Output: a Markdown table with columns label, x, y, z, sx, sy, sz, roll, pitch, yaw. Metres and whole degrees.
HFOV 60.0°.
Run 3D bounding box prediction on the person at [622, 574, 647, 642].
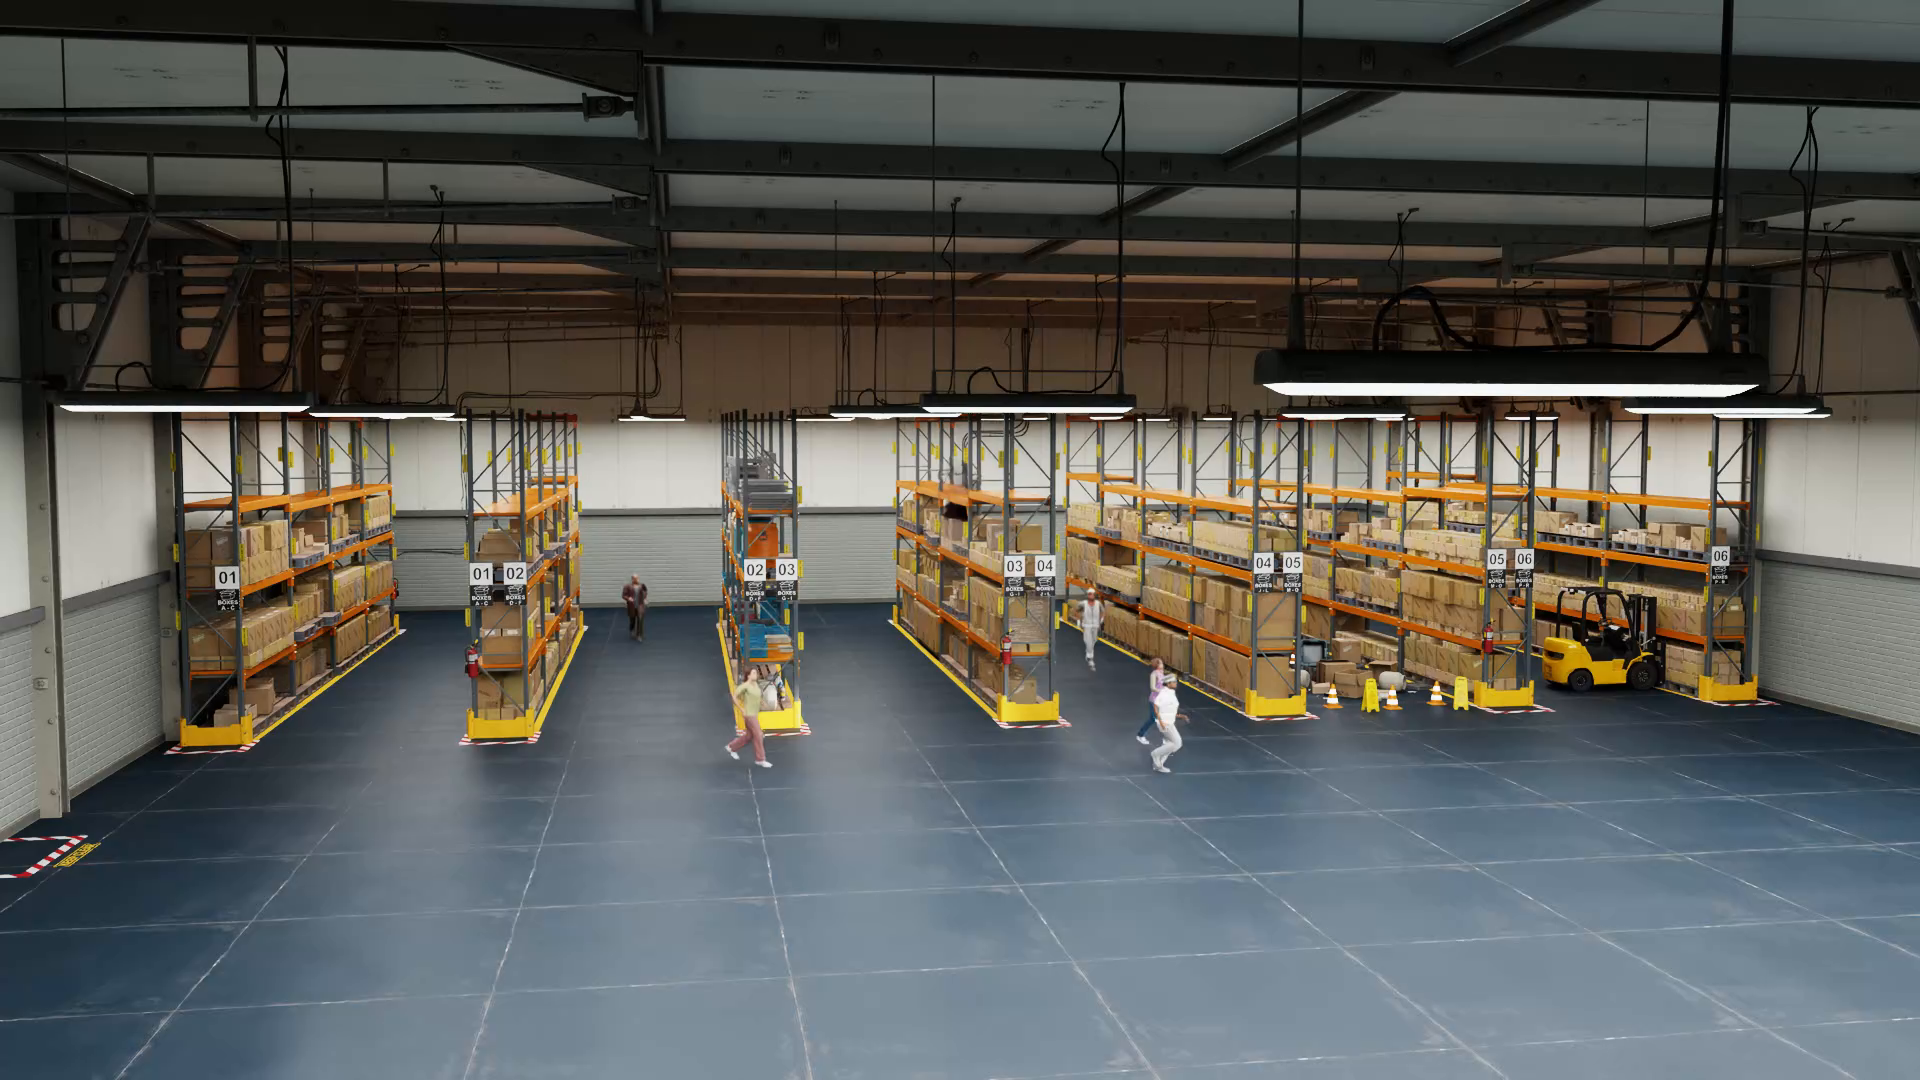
| label | x | y | z | sx | sy | sz | roll | pitch | yaw |
| --- | --- | --- | --- | --- | --- | --- | --- | --- | --- |
| person | -8.585 | 1.772 | 43.948 | 0.697 | 1.779 | 1.044 | -1 | 4 | -20 |

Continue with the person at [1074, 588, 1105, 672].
| label | x | y | z | sx | sy | sz | roll | pitch | yaw |
| --- | --- | --- | --- | --- | --- | --- | --- | --- | --- |
| person | 2.902 | 1.971 | 36.786 | 0.658 | 1.819 | 0.860 | -1 | 4 | -14 |

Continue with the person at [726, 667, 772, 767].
| label | x | y | z | sx | sy | sz | roll | pitch | yaw |
| --- | --- | --- | --- | --- | --- | --- | --- | --- | --- |
| person | -3.548 | 2.949 | 27.897 | 0.894 | 1.673 | 0.587 | 1 | 4 | 19 |

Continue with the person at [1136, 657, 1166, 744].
| label | x | y | z | sx | sy | sz | roll | pitch | yaw |
| --- | --- | --- | --- | --- | --- | --- | --- | --- | --- |
| person | 3.467 | 2.880 | 29.383 | 0.720 | 1.634 | 0.544 | 3 | 5 | 36 |

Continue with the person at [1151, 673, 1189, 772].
| label | x | y | z | sx | sy | sz | roll | pitch | yaw |
| --- | --- | --- | --- | --- | --- | --- | --- | --- | --- |
| person | 3.449 | 2.999 | 27.301 | 0.585 | 1.647 | 0.561 | 1 | 4 | 20 |
